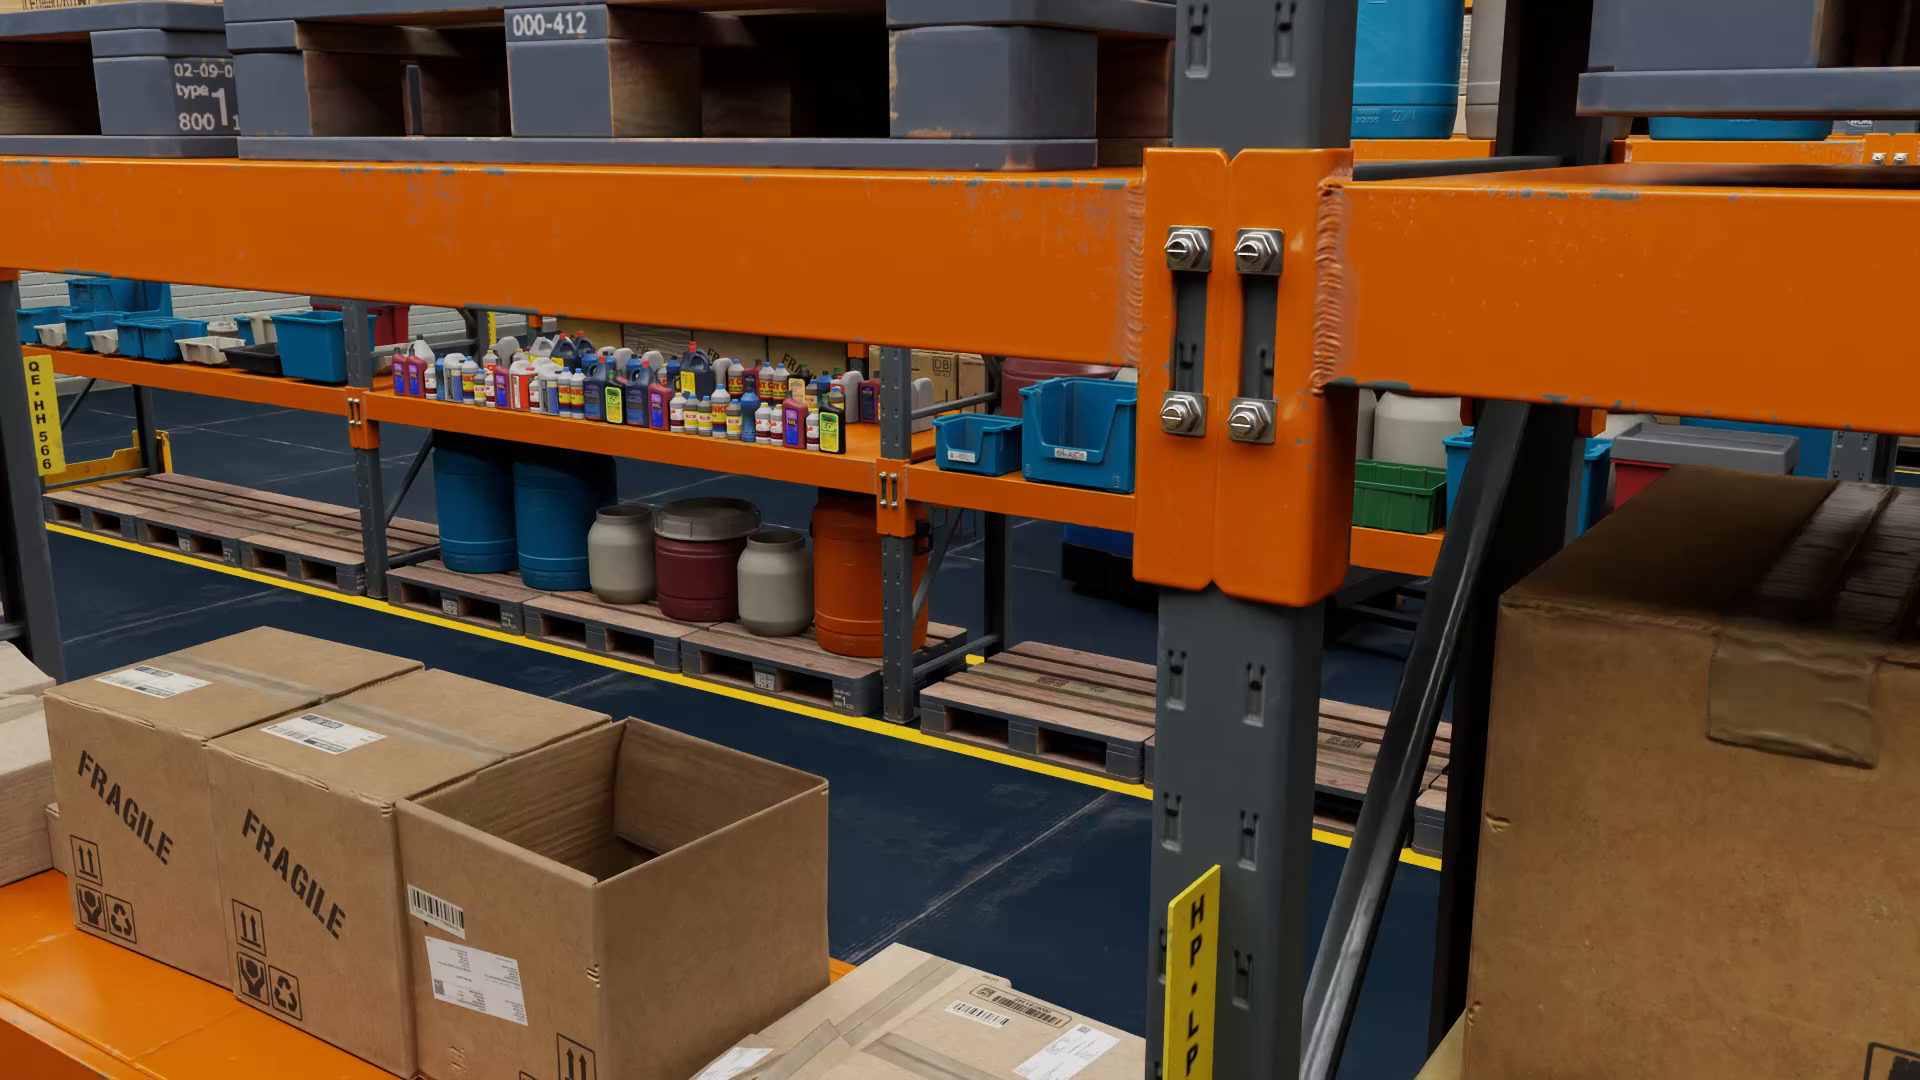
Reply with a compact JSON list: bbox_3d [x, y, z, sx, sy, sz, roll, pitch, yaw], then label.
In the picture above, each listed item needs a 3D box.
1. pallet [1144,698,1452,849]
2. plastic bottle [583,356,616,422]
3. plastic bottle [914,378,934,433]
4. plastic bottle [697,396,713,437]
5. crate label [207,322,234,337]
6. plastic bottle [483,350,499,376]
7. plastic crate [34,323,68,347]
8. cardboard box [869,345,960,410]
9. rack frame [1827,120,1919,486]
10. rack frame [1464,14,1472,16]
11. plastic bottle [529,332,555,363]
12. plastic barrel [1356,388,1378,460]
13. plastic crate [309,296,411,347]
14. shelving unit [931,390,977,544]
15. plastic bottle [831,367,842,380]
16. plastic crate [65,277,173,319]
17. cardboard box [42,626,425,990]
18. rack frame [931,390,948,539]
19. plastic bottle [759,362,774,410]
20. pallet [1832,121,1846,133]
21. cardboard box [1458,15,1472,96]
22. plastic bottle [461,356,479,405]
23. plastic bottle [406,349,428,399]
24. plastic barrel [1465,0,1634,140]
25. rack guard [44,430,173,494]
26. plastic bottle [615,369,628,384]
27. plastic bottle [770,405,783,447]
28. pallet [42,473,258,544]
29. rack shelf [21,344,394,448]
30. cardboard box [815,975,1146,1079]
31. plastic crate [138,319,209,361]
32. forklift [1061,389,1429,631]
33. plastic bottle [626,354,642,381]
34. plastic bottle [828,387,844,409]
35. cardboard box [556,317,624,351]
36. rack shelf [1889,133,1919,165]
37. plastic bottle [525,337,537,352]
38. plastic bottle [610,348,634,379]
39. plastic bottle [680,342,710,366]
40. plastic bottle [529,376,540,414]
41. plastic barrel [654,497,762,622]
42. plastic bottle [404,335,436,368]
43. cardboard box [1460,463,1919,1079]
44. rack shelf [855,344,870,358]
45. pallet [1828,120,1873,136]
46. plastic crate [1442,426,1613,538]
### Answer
[{"bbox_3d":[1.579,0.976,7.439,1.213,0.211,1.003,9,17,33],"label":"pallet"},{"bbox_3d":[-1.945,-0.823,9.010,0.185,0.351,0.144,9,17,33],"label":"plastic bottle"},{"bbox_3d":[-0.229,-0.715,8.726,0.135,0.276,0.152,9,17,33],"label":"plastic bottle"},{"bbox_3d":[-1.305,-0.641,8.582,0.097,0.201,0.097,0,14,0],"label":"plastic bottle"},{"bbox_3d":[-5.433,-1.479,11.979,0.243,0.136,0.396,9,17,33],"label":"crate label"},{"bbox_3d":[-2.916,-1.077,10.344,0.097,0.201,0.097,0,14,0],"label":"plastic bottle"},{"bbox_3d":[-6.447,-1.468,11.936,0.298,0.136,0.250,9,17,33],"label":"plastic crate"},{"bbox_3d":[-0.063,-1.267,14.247,0.875,0.875,1.225,9,17,33],"label":"cardboard box"},{"bbox_3d":[3.269,-0.116,6.050,0.127,3.000,1.000,9,17,33],"label":"rack frame"},{"bbox_3d":[7.693,-8.055,25.634,0.127,3.000,1.000,9,17,33],"label":"rack frame"},{"bbox_3d":[-2.504,-1.078,10.039,0.185,0.351,0.144,9,17,33],"label":"plastic bottle"},{"bbox_3d":[1.630,-0.510,7.360,0.433,0.535,0.433,0,14,0],"label":"plastic barrel"},{"bbox_3d":[-3.970,-1.419,11.055,0.583,0.464,0.402,9,17,33],"label":"plastic crate"},{"bbox_3d":[-0.044,-0.517,11.726,0.252,1.050,0.215,9,17,33],"label":"shelving unit"},{"bbox_3d":[-0.698,-0.807,9.085,0.133,0.283,0.061,9,17,33],"label":"plastic bottle"},{"bbox_3d":[-6.306,-1.764,12.508,0.499,0.435,0.616,9,17,33],"label":"plastic crate"},{"bbox_3d":[-1.416,0.508,3.321,0.500,0.500,0.500,8,16,30],"label":"cardboard box"},{"bbox_3d":[-0.146,-0.533,11.792,0.008,1.050,0.200,9,17,33],"label":"rack frame"},{"bbox_3d":[-1.076,-0.857,9.312,0.097,0.271,0.097,0,14,0],"label":"plastic bottle"},{"bbox_3d":[8.097,-3.555,14.099,1.217,0.209,0.805,8,16,31],"label":"pallet"},{"bbox_3d":[3.380,-3.204,11.034,0.500,0.500,0.500,9,17,33],"label":"cardboard box"},{"bbox_3d":[-2.813,-0.918,9.558,0.097,0.271,0.097,0,14,0],"label":"plastic bottle"},{"bbox_3d":[-3.192,-0.980,9.783,0.133,0.283,0.061,9,17,33],"label":"plastic bottle"},{"bbox_3d":[2.183,-1.928,6.084,0.600,0.901,0.600,0,14,0],"label":"plastic barrel"},{"bbox_3d":[-6.715,-0.513,12.854,0.348,0.500,1.175,9,17,33],"label":"rack guard"},{"bbox_3d":[-1.802,-0.773,8.947,0.133,0.283,0.061,9,17,33],"label":"plastic bottle"},{"bbox_3d":[-0.901,-0.575,8.318,0.097,0.201,0.097,0,14,0],"label":"plastic bottle"},{"bbox_3d":[-6.026,-0.253,12.408,1.213,0.211,1.003,9,17,33],"label":"pallet"},{"bbox_3d":[-5.029,-1.108,11.554,4.000,0.370,1.077,9,17,33],"label":"rack shelf"},{"bbox_3d":[0.069,0.887,2.312,0.500,0.250,0.500,10,17,36],"label":"cardboard box"},{"bbox_3d":[-5.325,-1.358,11.289,0.300,0.233,0.416,9,17,33],"label":"plastic crate"},{"bbox_3d":[2.063,-0.960,9.603,3.031,2.935,1.130,13,19,42],"label":"forklift"},{"bbox_3d":[-1.890,-0.945,9.666,0.097,0.271,0.097,0,14,0],"label":"plastic bottle"},{"bbox_3d":[-0.667,-0.713,8.875,0.097,0.201,0.097,0,14,0],"label":"plastic bottle"},{"bbox_3d":[-3.348,-1.816,16.463,0.875,0.875,0.875,9,17,33],"label":"cardboard box"},{"bbox_3d":[4.929,-0.955,4.692,4.000,0.370,1.077,9,17,33],"label":"rack shelf"},{"bbox_3d":[-2.644,-1.122,10.356,0.133,0.283,0.061,9,17,33],"label":"plastic bottle"},{"bbox_3d":[-2.028,-1.006,9.901,0.135,0.276,0.152,9,17,33],"label":"plastic bottle"},{"bbox_3d":[-1.510,-0.959,9.558,0.185,0.351,0.144,9,17,33],"label":"plastic bottle"},{"bbox_3d":[-2.348,-0.809,9.263,0.097,0.201,0.097,0,14,0],"label":"plastic bottle"},{"bbox_3d":[-1.403,0.101,9.319,0.708,0.588,0.600,9,17,33],"label":"plastic barrel"},{"bbox_3d":[-3.224,-1.048,9.916,0.185,0.351,0.144,9,17,33],"label":"plastic bottle"},{"bbox_3d":[0.873,0.251,1.659,0.500,0.500,0.700,9,17,33],"label":"cardboard box"},{"bbox_3d":[1.055,-1.559,13.376,4.000,0.370,1.077,9,17,33],"label":"rack shelf"},{"bbox_3d":[5.581,-2.573,10.121,1.003,0.211,1.213,9,17,33],"label":"pallet"},{"bbox_3d":[2.180,-0.194,6.399,0.575,0.384,0.392,9,17,33],"label":"plastic crate"}]
